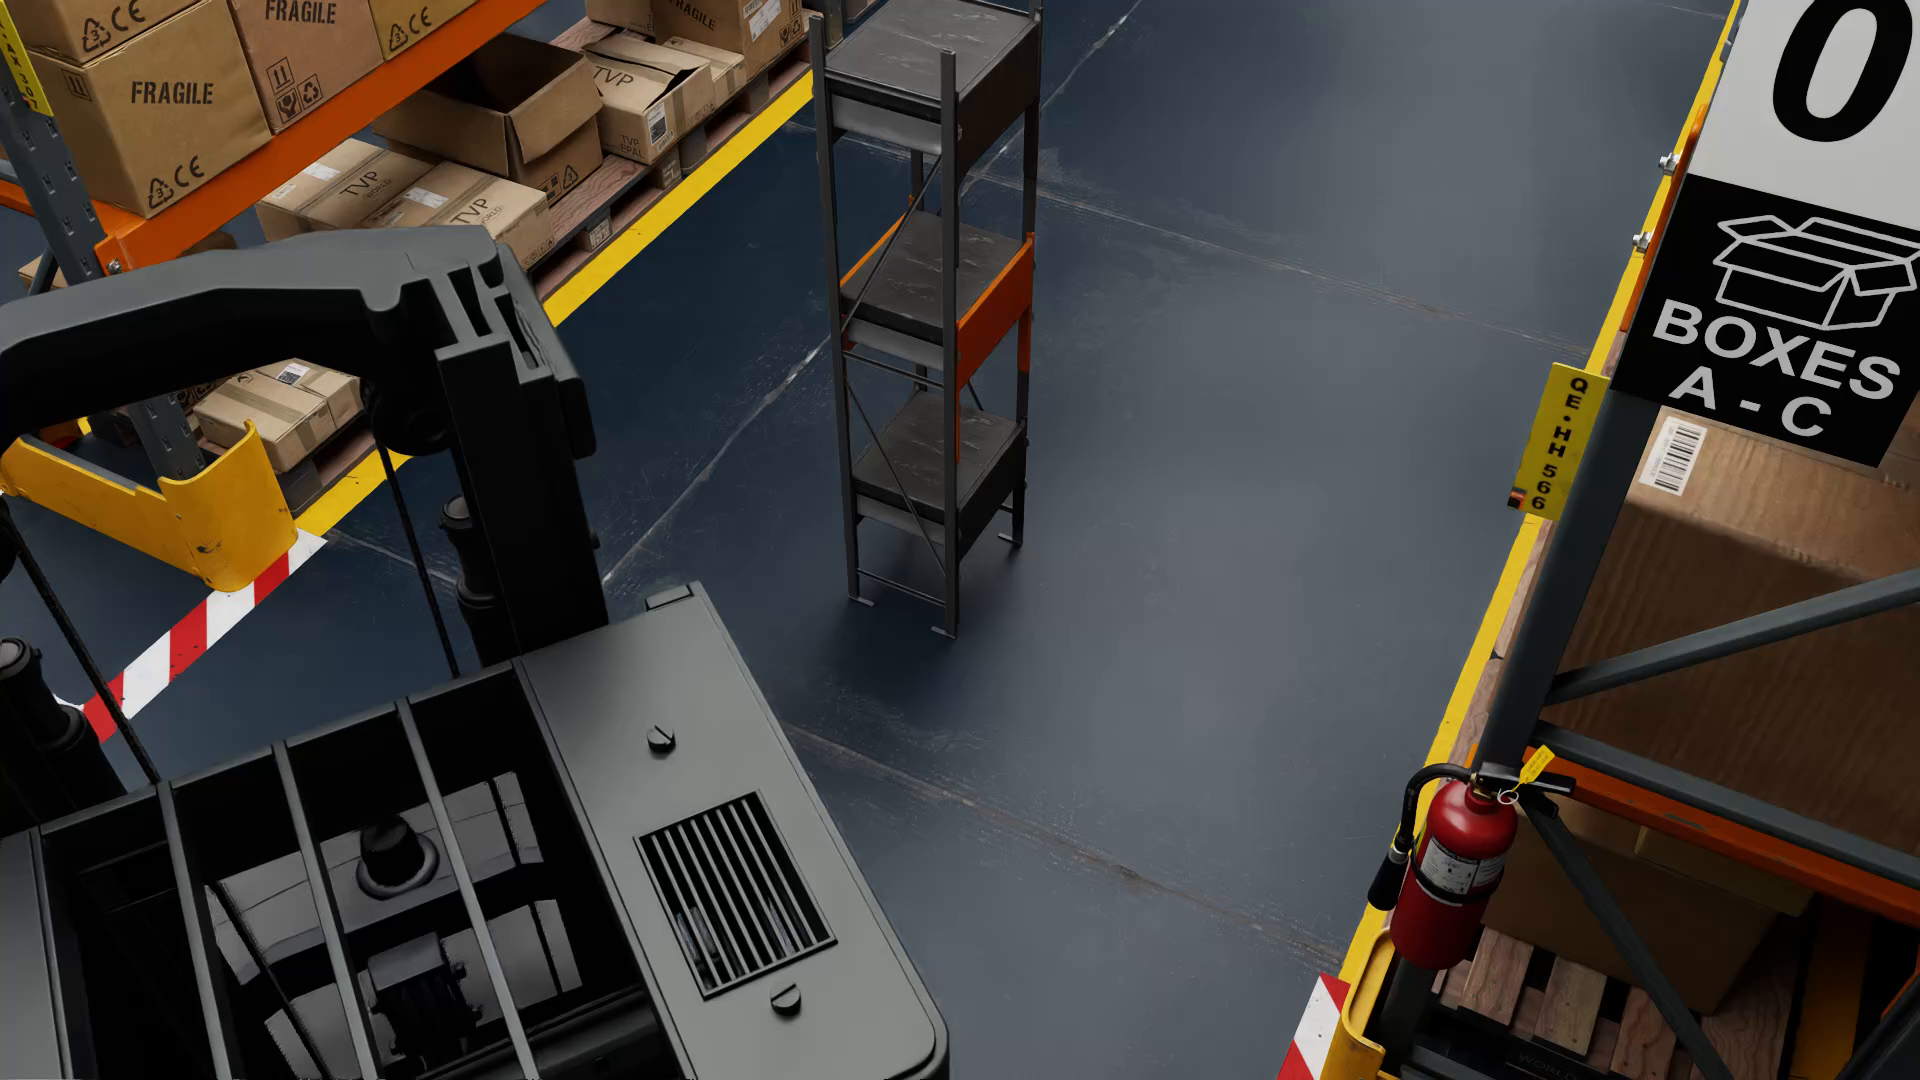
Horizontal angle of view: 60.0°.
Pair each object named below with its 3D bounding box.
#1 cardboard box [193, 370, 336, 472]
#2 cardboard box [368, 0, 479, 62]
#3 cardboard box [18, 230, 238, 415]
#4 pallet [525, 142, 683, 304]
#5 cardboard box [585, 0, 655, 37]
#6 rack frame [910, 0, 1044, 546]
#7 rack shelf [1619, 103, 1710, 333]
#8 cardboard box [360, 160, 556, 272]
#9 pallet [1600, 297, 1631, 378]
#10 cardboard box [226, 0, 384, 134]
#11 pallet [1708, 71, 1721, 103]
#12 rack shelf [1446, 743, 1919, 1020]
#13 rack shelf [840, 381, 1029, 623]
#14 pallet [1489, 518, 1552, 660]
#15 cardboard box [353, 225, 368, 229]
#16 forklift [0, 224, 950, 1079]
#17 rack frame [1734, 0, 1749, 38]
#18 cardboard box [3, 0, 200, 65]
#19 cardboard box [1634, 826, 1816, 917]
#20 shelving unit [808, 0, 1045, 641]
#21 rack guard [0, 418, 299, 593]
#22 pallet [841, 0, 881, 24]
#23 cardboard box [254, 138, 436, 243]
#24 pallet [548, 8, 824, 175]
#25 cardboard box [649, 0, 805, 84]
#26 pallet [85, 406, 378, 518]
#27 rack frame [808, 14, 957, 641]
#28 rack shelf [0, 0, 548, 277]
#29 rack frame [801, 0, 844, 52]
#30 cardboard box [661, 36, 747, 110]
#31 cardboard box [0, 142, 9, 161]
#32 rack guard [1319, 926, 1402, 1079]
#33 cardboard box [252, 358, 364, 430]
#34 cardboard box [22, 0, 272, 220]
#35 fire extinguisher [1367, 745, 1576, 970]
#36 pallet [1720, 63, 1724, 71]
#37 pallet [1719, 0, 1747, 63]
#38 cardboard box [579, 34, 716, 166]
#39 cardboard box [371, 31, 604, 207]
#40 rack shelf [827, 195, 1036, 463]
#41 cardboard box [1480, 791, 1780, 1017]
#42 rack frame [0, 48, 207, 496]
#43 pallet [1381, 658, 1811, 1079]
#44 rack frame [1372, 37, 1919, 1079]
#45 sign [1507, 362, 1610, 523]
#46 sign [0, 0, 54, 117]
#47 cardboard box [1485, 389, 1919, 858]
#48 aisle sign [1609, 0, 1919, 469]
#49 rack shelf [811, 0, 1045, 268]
[{"bbox_3d":[-2.402,-0.417,5.749,0.380,0.149,0.250,20,49,19],"label":"cardboard box"},{"bbox_3d":[-1.991,-1.984,5.532,0.500,0.500,0.500,20,49,19],"label":"cardboard box"},{"bbox_3d":[-2.866,-0.814,5.894,0.500,0.500,0.500,20,49,19],"label":"cardboard box"},{"bbox_3d":[-1.929,-1.450,7.035,1.003,0.211,1.213,20,49,19],"label":"pallet"},{"bbox_3d":[-1.430,-2.651,7.842,0.500,0.311,0.500,20,49,19],"label":"cardboard box"},{"bbox_3d":[0.036,-0.788,5.052,0.400,2.100,0.015,20,49,19],"label":"rack frame"},{"bbox_3d":[2.417,-1.543,3.563,1.077,0.370,4.000,20,49,19],"label":"rack shelf"},{"bbox_3d":[-1.933,-1.182,6.433,0.500,0.250,0.500,20,49,19],"label":"cardboard box"},{"bbox_3d":[2.923,-0.568,6.163,1.003,0.211,1.213,20,49,19],"label":"pallet"},{"bbox_3d":[-2.226,-1.669,5.220,0.500,0.500,0.500,20,49,19],"label":"cardboard box"},{"bbox_3d":[3.637,-1.532,7.116,1.003,0.211,1.213,20,49,19],"label":"pallet"},{"bbox_3d":[2.417,-0.489,4.630,1.077,0.370,4.000,20,49,19],"label":"rack shelf"},{"bbox_3d":[-0.077,-0.132,5.408,0.431,0.518,0.480,20,49,19],"label":"rack shelf"},{"bbox_3d":[2.358,0.204,5.400,1.003,0.211,1.213,20,49,19],"label":"pallet"},{"bbox_3d":[-2.165,-0.867,6.121,0.500,0.250,0.500,20,49,19],"label":"cardboard box"},{"bbox_3d":[-0.686,1.140,2.562,1.130,2.935,3.031,-20,49,-19],"label":"forklift"},{"bbox_3d":[1.489,-1.590,0.995,1.000,3.000,0.127,20,49,19],"label":"rack frame"},{"bbox_3d":[-2.461,-1.694,4.542,0.500,0.500,0.500,22,49,20],"label":"cardboard box"},{"bbox_3d":[1.844,0.692,3.963,0.380,0.149,0.250,21,49,19],"label":"cardboard box"},{"bbox_3d":[-0.077,-0.634,4.900,0.431,2.100,0.503,20,49,19],"label":"shelving unit"},{"bbox_3d":[-2.865,-0.284,5.679,1.175,0.500,0.348,20,49,19],"label":"rack guard"},{"bbox_3d":[-0.700,-3.179,8.744,1.003,0.211,1.213,20,49,19],"label":"pallet"},{"bbox_3d":[-2.399,-1.315,6.565,0.500,0.250,0.500,20,49,19],"label":"cardboard box"},{"bbox_3d":[-1.363,-2.222,7.798,1.003,0.211,1.213,20,49,19],"label":"pallet"},{"bbox_3d":[-1.057,-2.458,7.518,0.500,0.500,0.500,20,49,19],"label":"cardboard box"},{"bbox_3d":[-2.496,-0.685,6.279,1.003,0.211,1.213,20,49,19],"label":"pallet"},{"bbox_3d":[-0.190,-0.480,4.748,0.400,2.100,0.015,20,49,19],"label":"rack frame"},{"bbox_3d":[-1.972,-2.122,6.244,1.077,0.370,4.000,20,49,19],"label":"rack shelf"},{"bbox_3d":[-1.044,-3.635,7.233,1.000,3.000,0.127,20,49,19],"label":"rack frame"},{"bbox_3d":[-1.178,-2.078,7.390,0.380,0.149,0.250,20,49,19],"label":"cardboard box"},{"bbox_3d":[-2.934,-1.522,5.075,0.500,0.500,0.500,22,49,20],"label":"cardboard box"},{"bbox_3d":[1.478,1.412,4.003,1.175,0.500,0.348,20,49,19],"label":"rack guard"},{"bbox_3d":[-2.286,-0.581,5.898,0.380,0.166,0.250,20,49,19],"label":"cardboard box"},{"bbox_3d":[-2.461,-1.342,4.897,0.500,0.500,0.500,21,49,20],"label":"cardboard box"},{"bbox_3d":[1.010,0.619,3.345,0.296,0.674,0.183,20,49,19],"label":"fire extinguisher"},{"bbox_3d":[4.202,-2.304,7.878,1.003,0.211,1.213,20,49,19],"label":"pallet"},{"bbox_3d":[1.824,-0.976,2.558,1.003,0.211,1.213,20,49,19],"label":"pallet"},{"bbox_3d":[-1.405,-1.919,7.119,0.500,0.311,0.500,20,49,19],"label":"cardboard box"},{"bbox_3d":[-1.911,-1.726,6.793,0.797,0.503,0.637,20,49,19],"label":"cardboard box"},{"bbox_3d":[-0.077,-0.624,4.910,0.431,0.518,0.480,20,49,19],"label":"rack shelf"},{"bbox_3d":[1.725,0.776,4.337,0.700,0.500,0.500,20,49,19],"label":"cardboard box"},{"bbox_3d":[-2.901,-1.115,4.743,1.000,3.000,0.127,20,49,19],"label":"rack frame"},{"bbox_3d":[1.791,0.969,4.644,1.003,0.211,1.213,20,49,19],"label":"pallet"},{"bbox_3d":[1.489,0.519,3.129,1.000,3.000,0.127,20,49,19],"label":"rack frame"},{"bbox_3d":[1.015,-0.160,2.818,0.100,0.325,0.005,20,49,19],"label":"sign"},{"bbox_3d":[-2.420,-1.240,4.258,0.100,0.325,0.005,20,49,19],"label":"sign"},{"bbox_3d":[1.717,0.089,3.343,0.980,0.700,0.700,23,50,21],"label":"cardboard box"},{"bbox_3d":[1.190,-0.449,2.257,0.394,0.787,0.004,20,49,19],"label":"aisle sign"},{"bbox_3d":[-0.077,-1.116,4.412,0.431,0.518,0.480,20,49,19],"label":"rack shelf"}]
